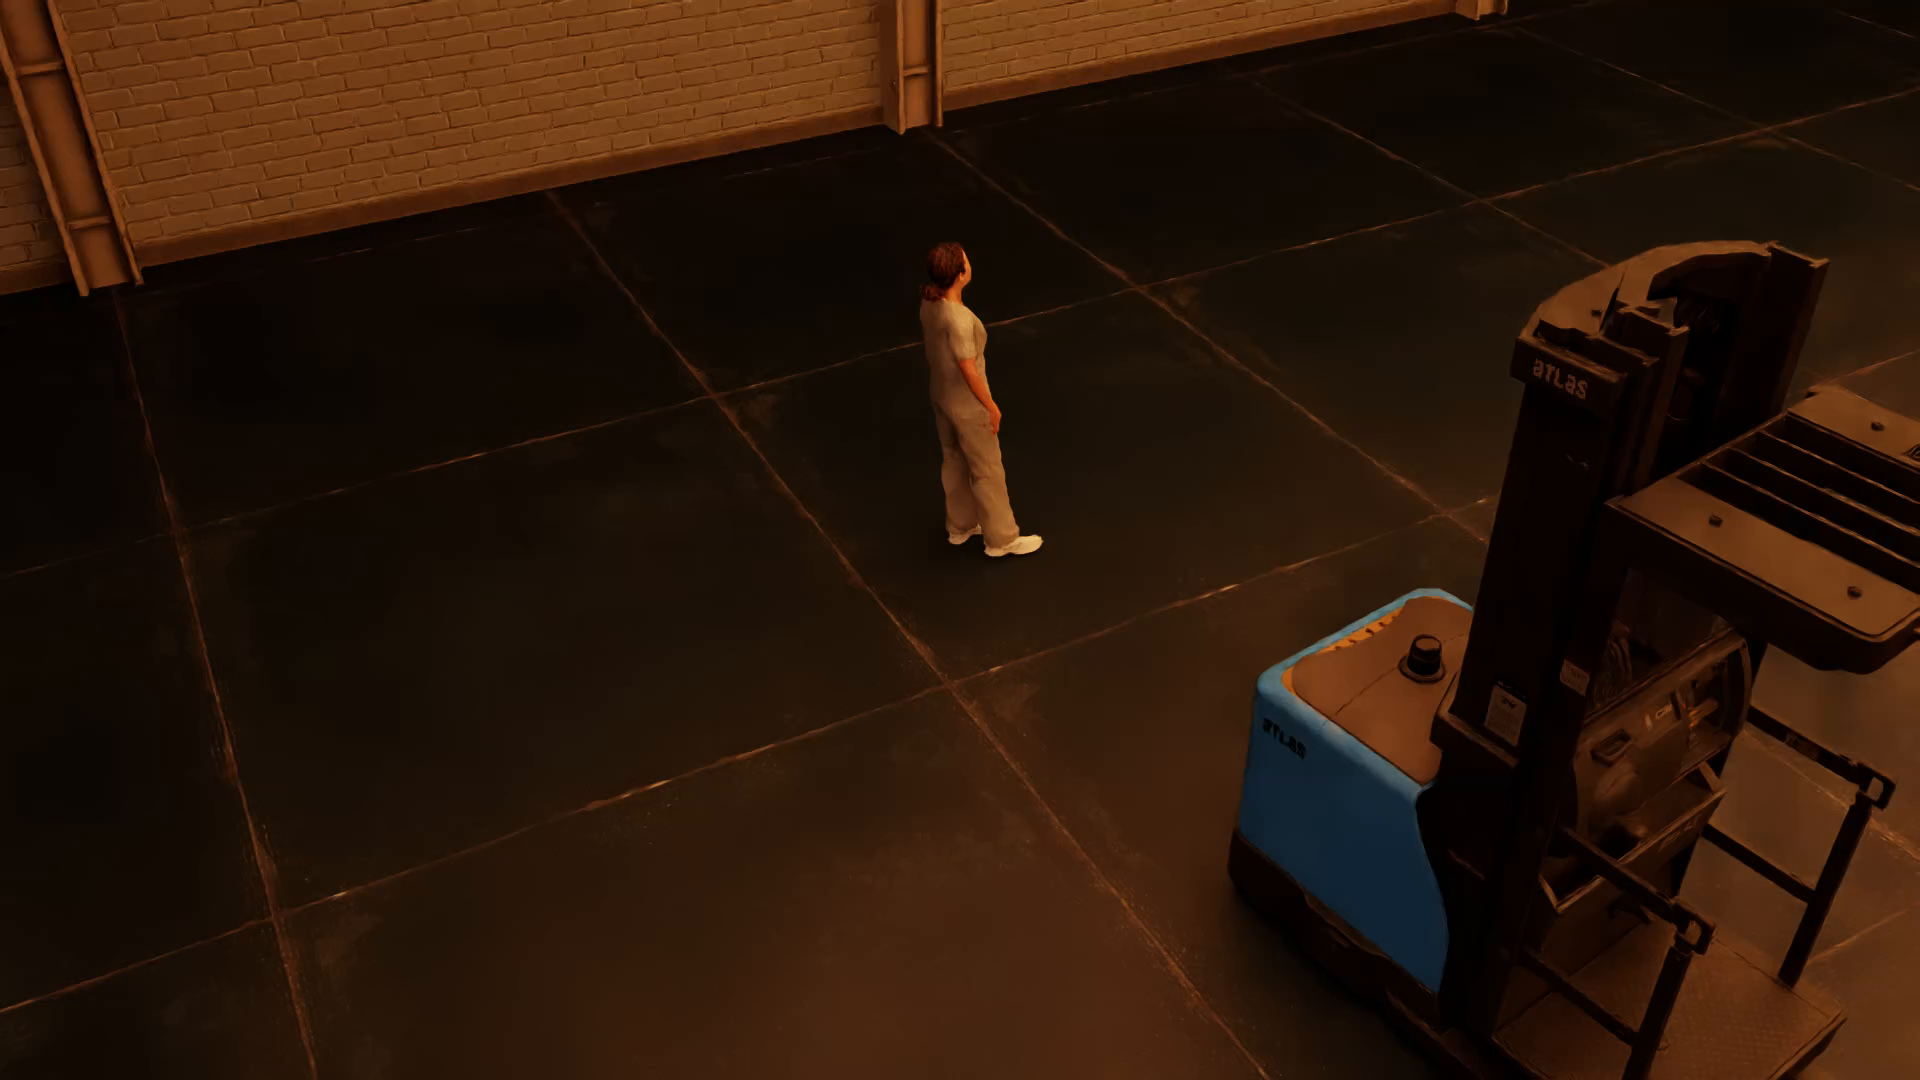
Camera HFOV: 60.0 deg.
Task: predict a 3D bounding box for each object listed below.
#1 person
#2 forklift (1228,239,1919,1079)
[{"bbox_3d":[0.072,-0.703,8.193,0.548,1.674,0.550,-17,39,-23],"label":"person"},{"bbox_3d":[2.358,0.690,5.146,1.130,2.935,3.031,-23,41,-29],"label":"forklift"}]
